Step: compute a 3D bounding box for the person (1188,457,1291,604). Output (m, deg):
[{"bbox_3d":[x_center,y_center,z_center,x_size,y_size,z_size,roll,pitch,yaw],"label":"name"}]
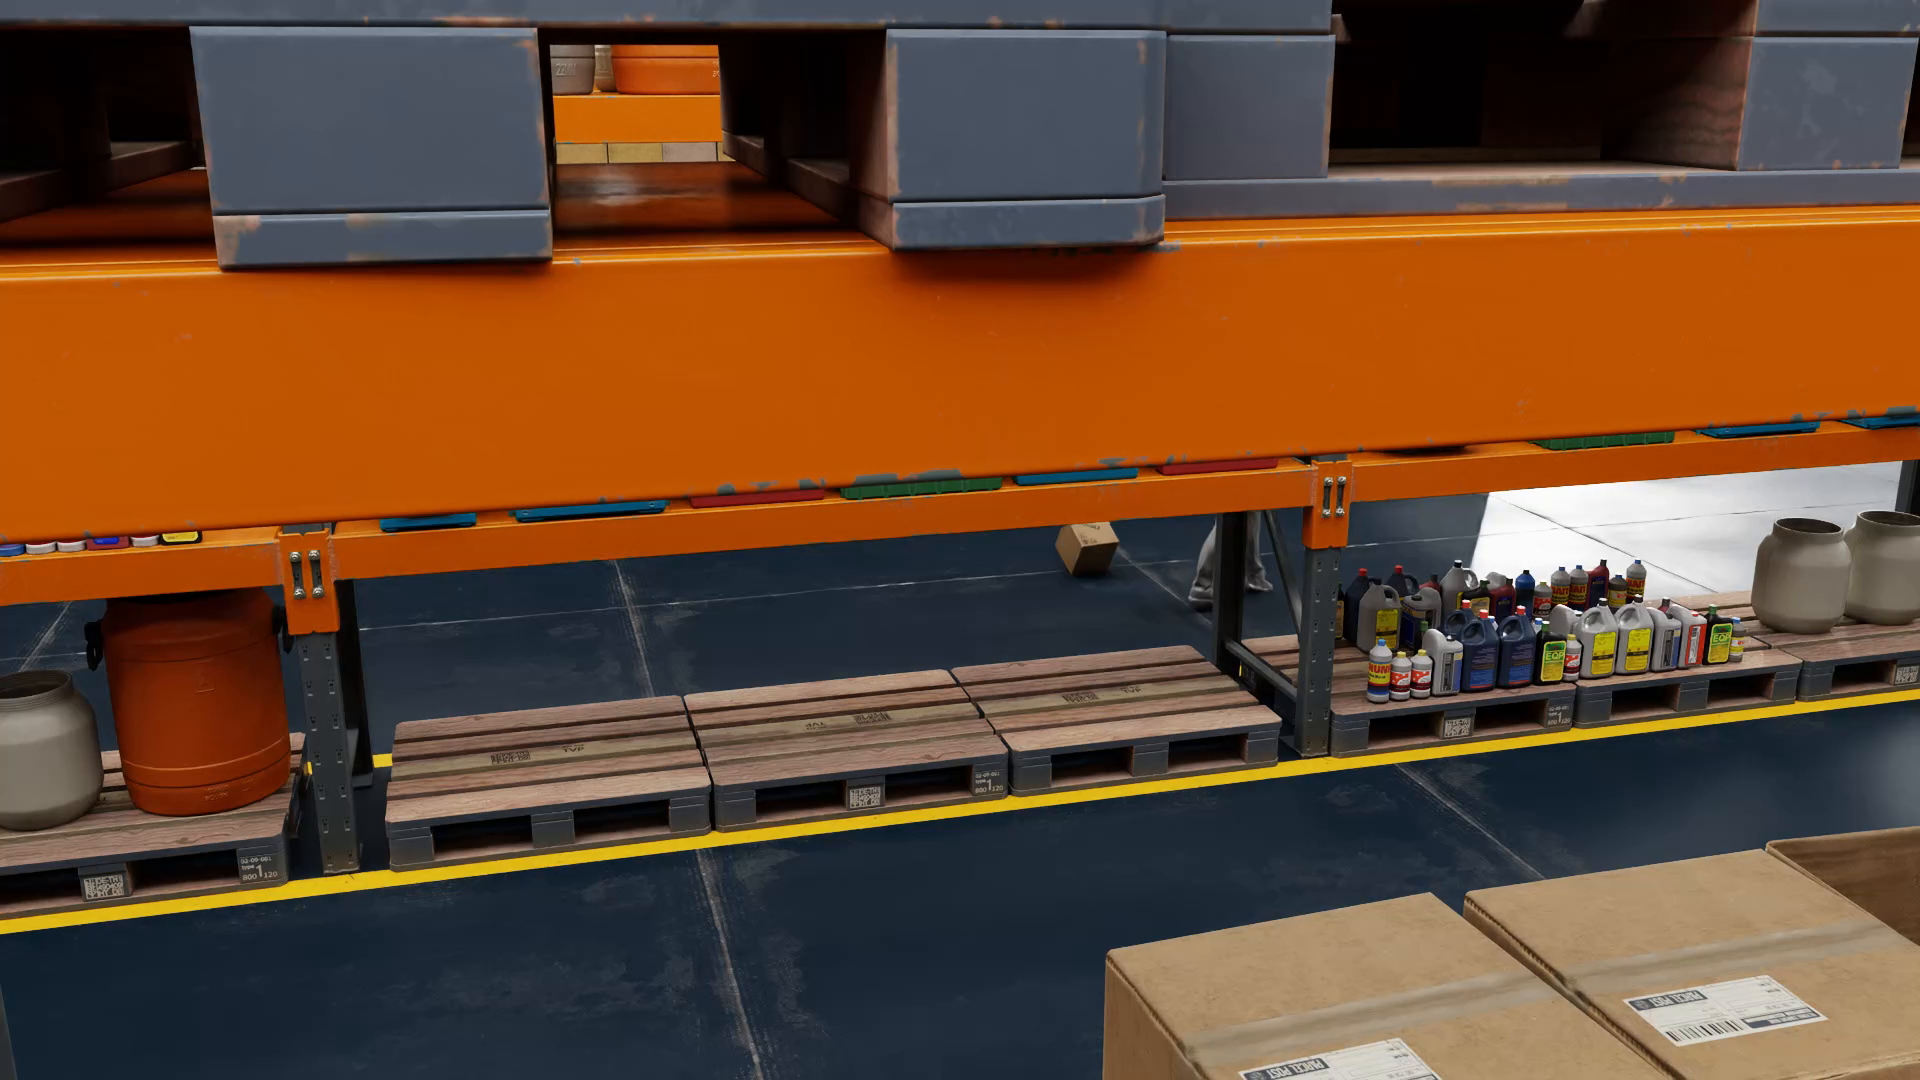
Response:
[{"bbox_3d":[1.573,-0.443,9.076,0.692,1.702,0.508,-8,18,-25],"label":"person"}]
